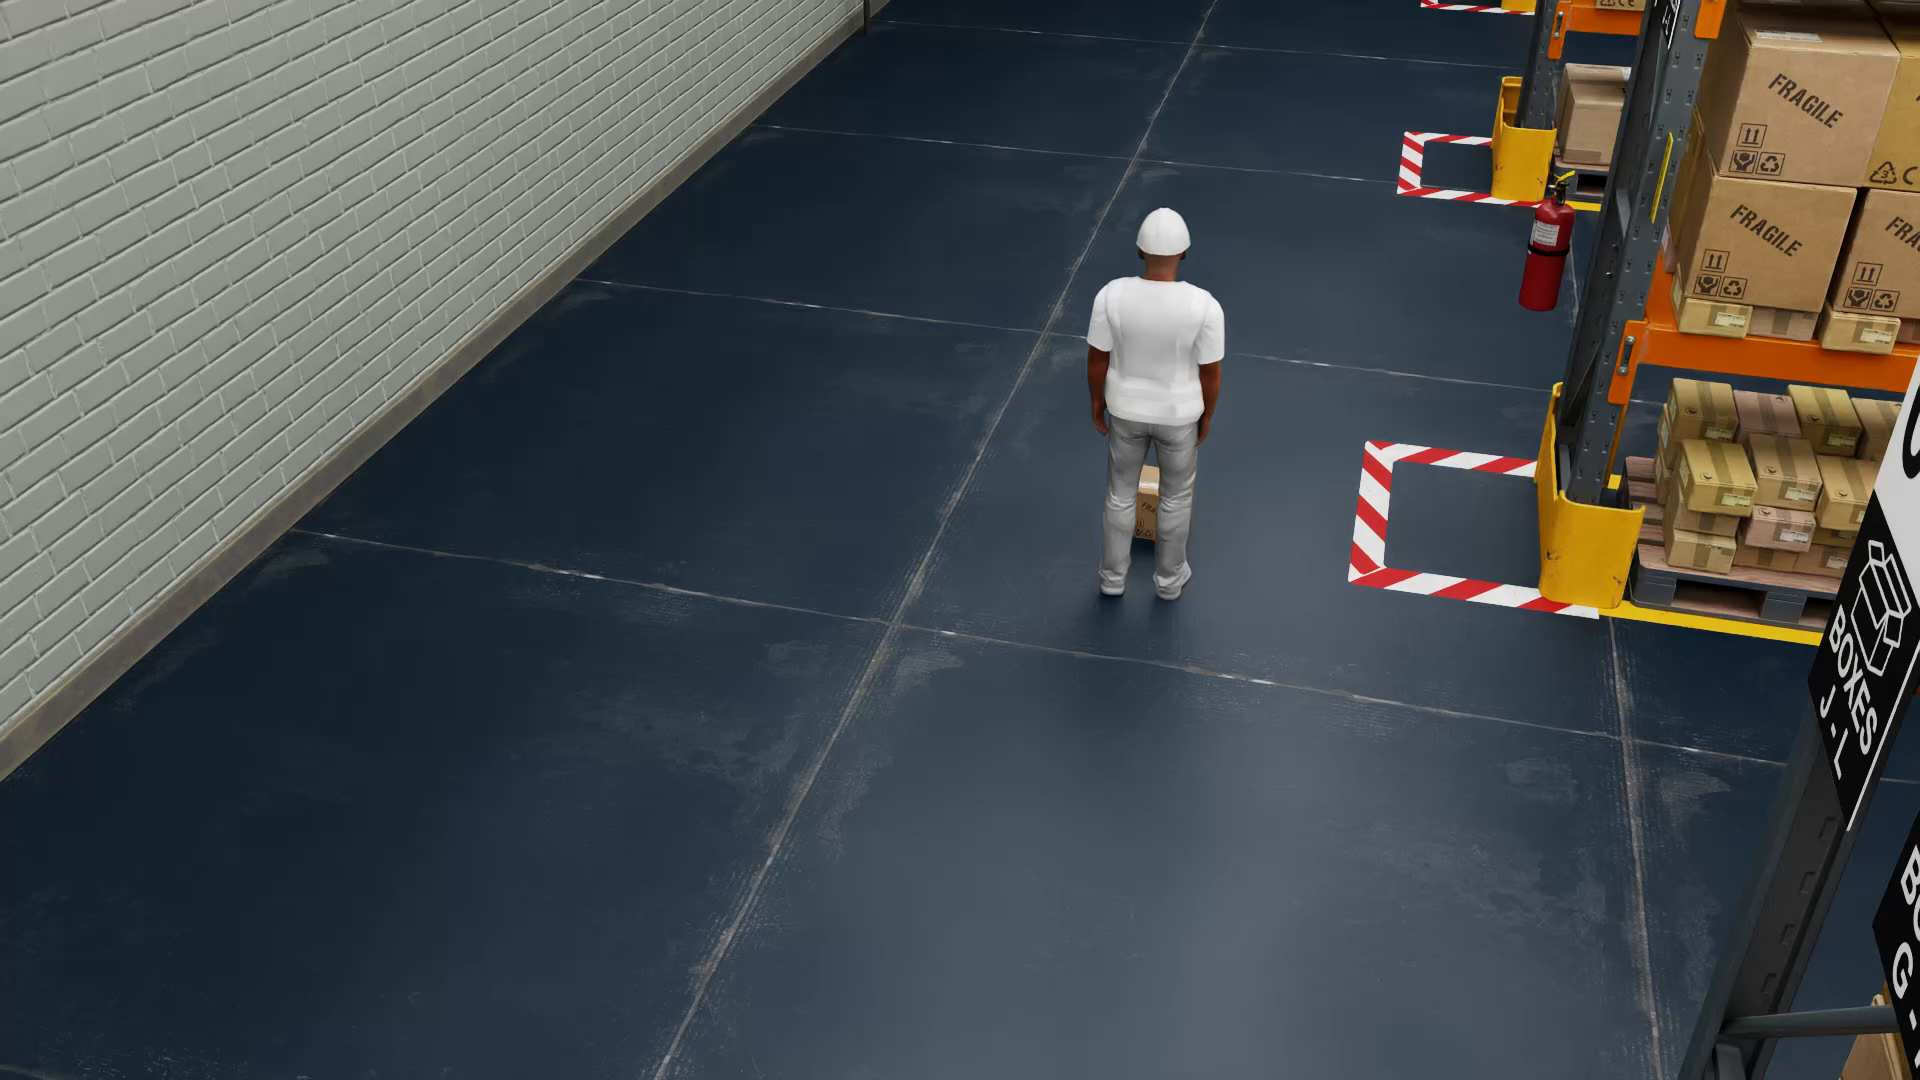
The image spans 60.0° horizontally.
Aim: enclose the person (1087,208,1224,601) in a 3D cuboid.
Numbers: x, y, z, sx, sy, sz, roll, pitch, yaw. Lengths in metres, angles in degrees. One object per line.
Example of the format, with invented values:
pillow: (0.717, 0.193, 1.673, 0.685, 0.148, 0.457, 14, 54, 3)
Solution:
person: (0.808, -0.545, 6.992, 0.564, 1.786, 0.371, 9, 34, 14)
